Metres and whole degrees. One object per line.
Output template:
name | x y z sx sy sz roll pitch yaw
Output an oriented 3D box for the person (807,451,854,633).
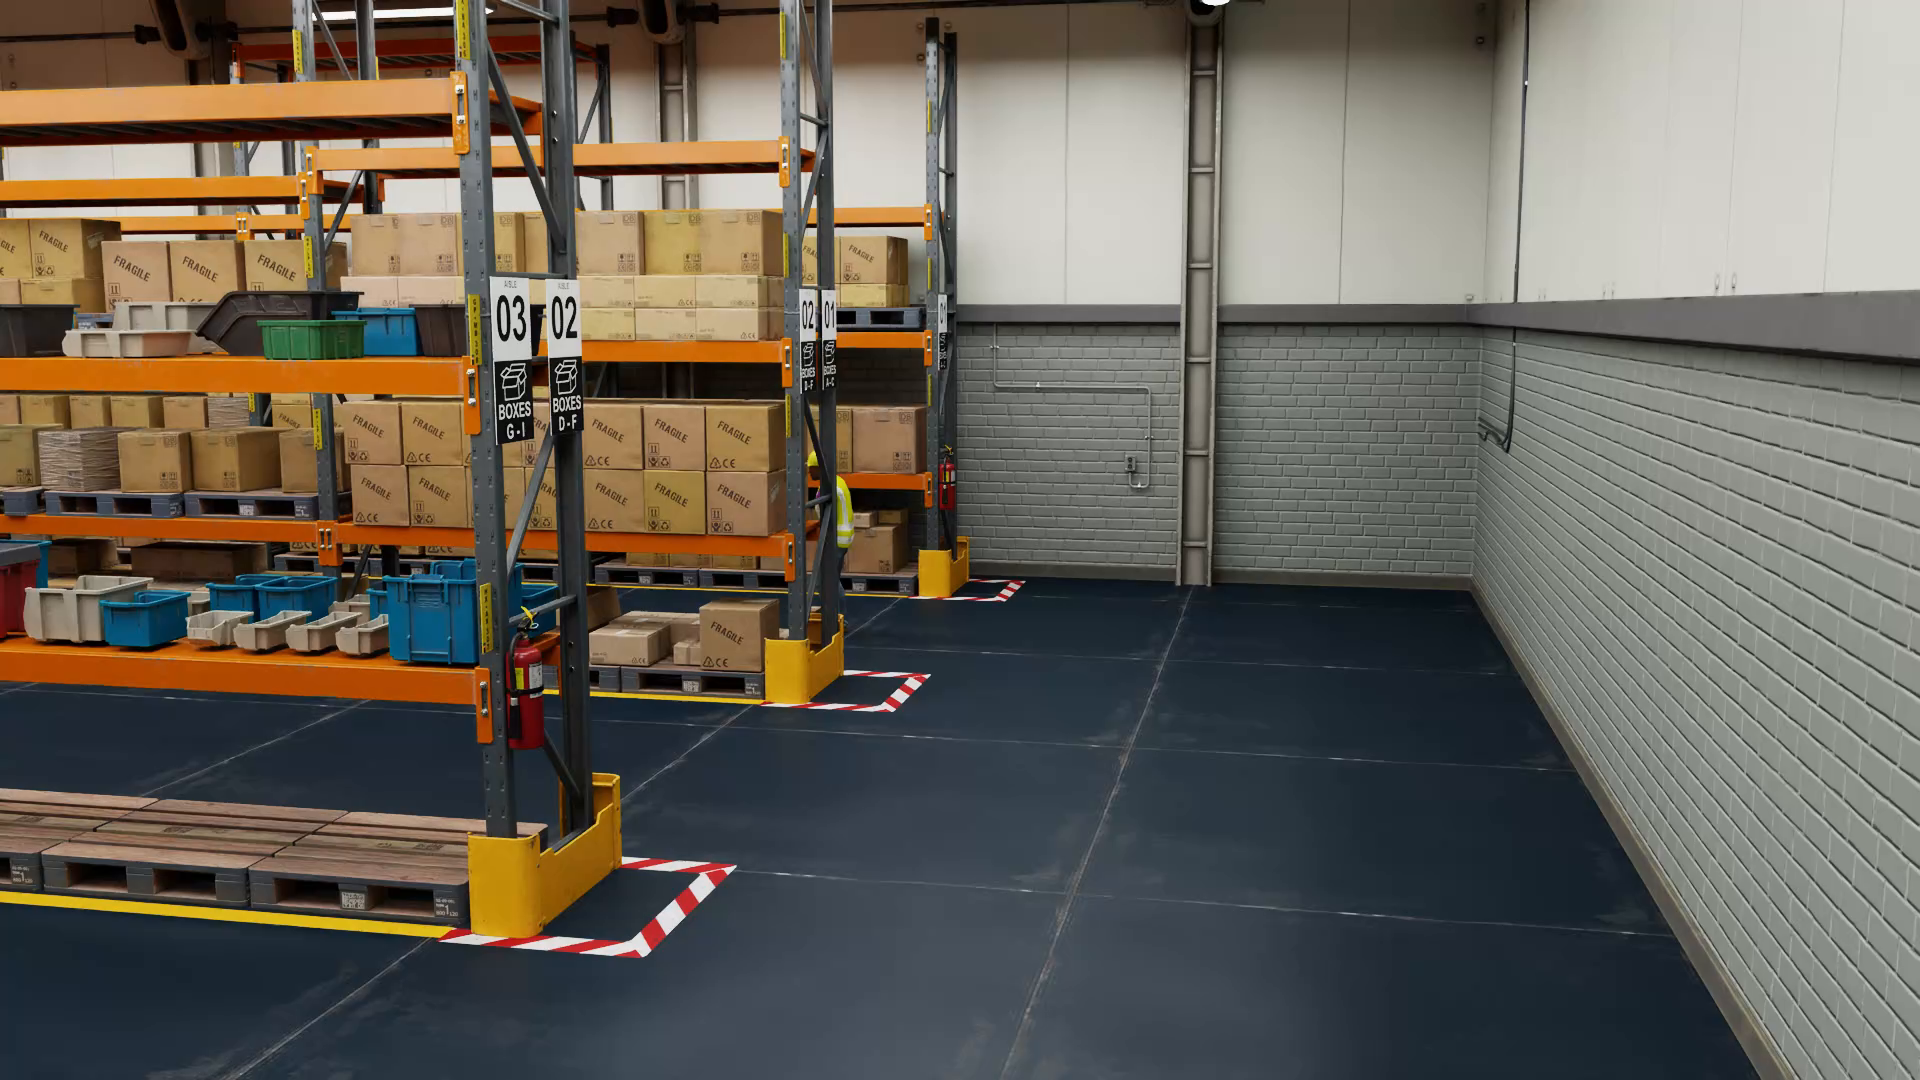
person | -1.228 0.028 15.547 0.462 1.759 0.633 1 8 8
